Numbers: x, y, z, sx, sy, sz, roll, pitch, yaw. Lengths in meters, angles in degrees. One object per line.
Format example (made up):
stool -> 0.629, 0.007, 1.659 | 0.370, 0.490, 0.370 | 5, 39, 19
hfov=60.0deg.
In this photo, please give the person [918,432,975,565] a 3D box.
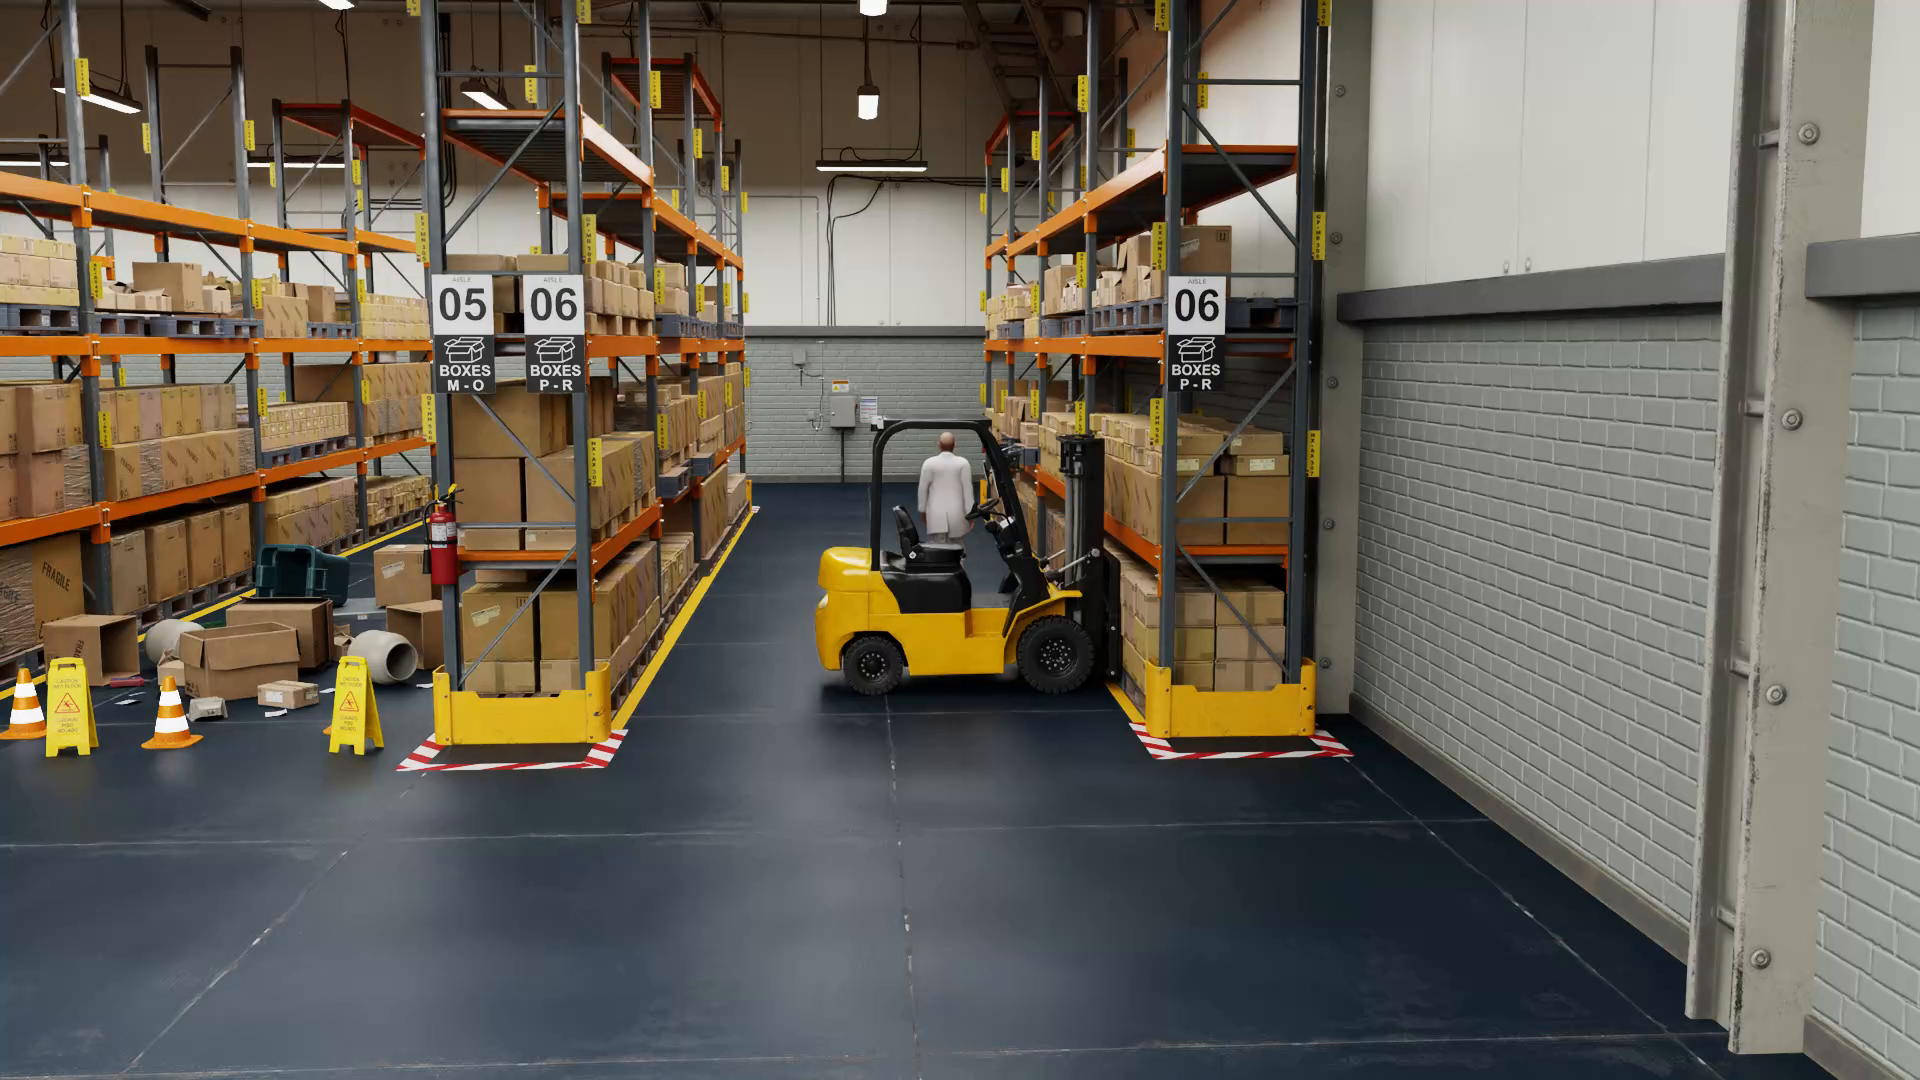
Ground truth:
person -> -0.146, -0.251, 18.057 | 0.622, 1.842, 0.716 | 0, 7, -3
